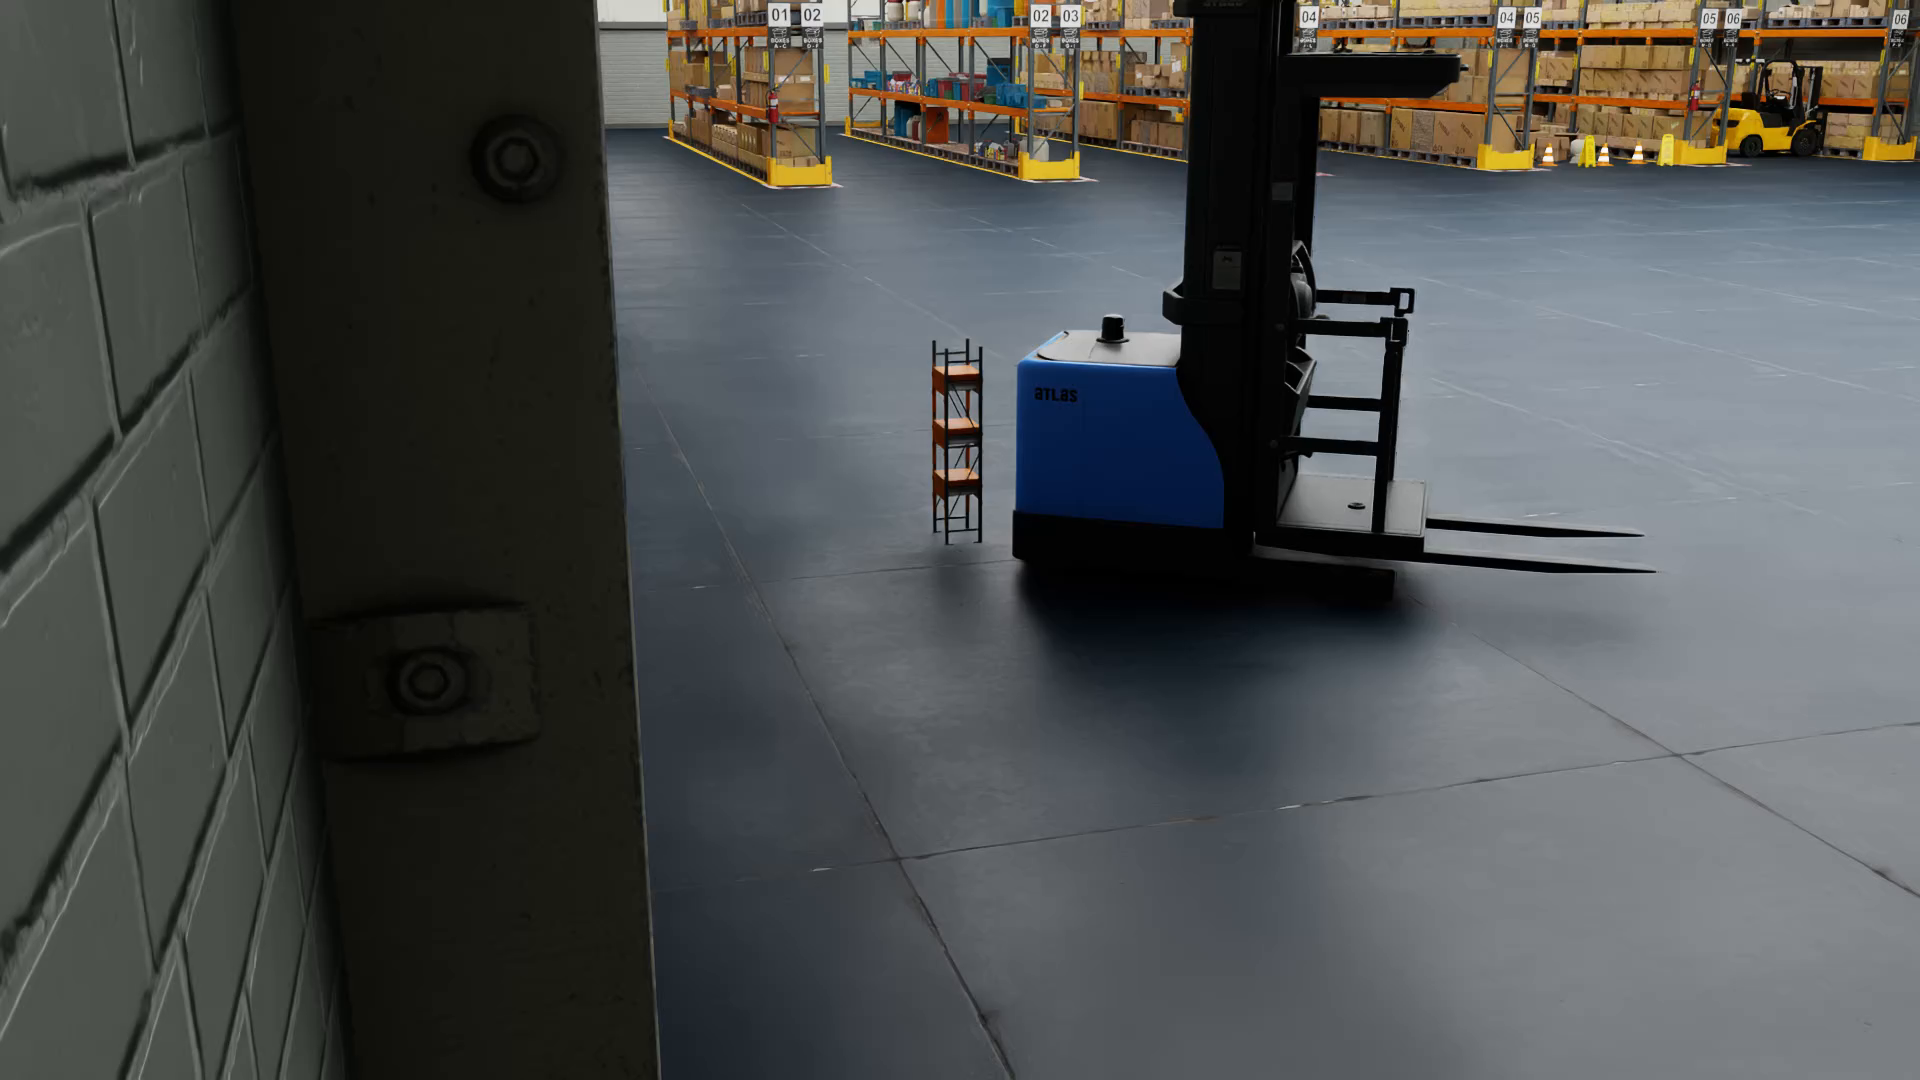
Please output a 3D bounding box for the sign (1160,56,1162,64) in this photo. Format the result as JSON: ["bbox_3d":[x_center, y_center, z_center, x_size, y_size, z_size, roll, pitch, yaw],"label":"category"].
[{"bbox_3d":[4.867,-11.595,40.397,0.100,0.325,0.005,-5,17,-15],"label":"sign"}]

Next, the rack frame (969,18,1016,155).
[{"bbox_3d":[0.684,-9.535,35.414,1.000,3.000,0.127,-5,17,-15],"label":"rack frame"}]

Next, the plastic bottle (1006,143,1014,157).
[{"bbox_3d":[1.056,-8.214,34.987,0.152,0.276,0.135,-5,17,-15],"label":"plastic bottle"}]

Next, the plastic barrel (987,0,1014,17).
[{"bbox_3d":[0.855,-11.129,33.905,0.600,0.901,0.708,-5,17,-15],"label":"plastic barrel"}]

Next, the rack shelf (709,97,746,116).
[{"bbox_3d":[-4.629,-9.353,36.059,1.077,0.370,4.000,-5,17,-15],"label":"rack shelf"}]

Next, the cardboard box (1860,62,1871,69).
[{"bbox_3d":[20.447,-10.647,37.295,0.380,0.149,0.250,-5,17,-15],"label":"cardboard box"}]

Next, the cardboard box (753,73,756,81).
[{"bbox_3d":[-3.833,-9.058,32.522,0.380,0.149,0.250,-5,17,-17],"label":"cardboard box"}]

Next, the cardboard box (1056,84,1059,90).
[{"bbox_3d":[2.778,-12.149,44.553,0.380,0.149,0.250,-4,17,-14],"label":"cardboard box"}]

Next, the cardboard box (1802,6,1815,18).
[{"bbox_3d":[19.863,-12.291,38.702,0.396,0.266,0.258,-5,17,-17],"label":"cardboard box"}]

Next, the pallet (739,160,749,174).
[{"bbox_3d":[-3.901,-7.586,33.772,1.003,0.211,1.213,-5,17,-15],"label":"pallet"}]

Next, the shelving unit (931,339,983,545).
[{"bbox_3d":[-0.015,-0.518,8.782,0.215,1.050,0.252,-5,17,-15],"label":"shelving unit"}]

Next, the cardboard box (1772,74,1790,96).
[{"bbox_3d":[19.777,-10.866,39.669,0.500,0.500,0.500,-4,17,-14],"label":"cardboard box"}]

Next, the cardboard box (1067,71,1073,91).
[{"bbox_3d":[3.134,-12.041,43.581,0.500,0.500,0.500,-5,17,-15],"label":"cardboard box"}]

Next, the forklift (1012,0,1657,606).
[{"bbox_3d":[1.840,-1.261,7.988,3.031,2.935,1.130,5,17,16],"label":"forklift"}]

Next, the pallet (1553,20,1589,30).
[{"bbox_3d":[14.908,-12.236,39.518,1.213,0.211,1.003,-5,17,-15],"label":"pallet"}]

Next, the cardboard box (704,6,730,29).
[{"bbox_3d":[-5.331,-11.854,37.744,0.910,0.500,0.500,-5,17,-15],"label":"cardboard box"}]

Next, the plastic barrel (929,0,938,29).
[{"bbox_3d":[-0.398,-12.074,37.780,0.600,0.901,0.600,0,17,0],"label":"plastic barrel"}]

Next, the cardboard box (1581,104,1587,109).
[{"bbox_3d":[17.744,-12.224,46.851,0.380,0.149,0.250,-5,17,-15],"label":"cardboard box"}]

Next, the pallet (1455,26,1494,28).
[{"bbox_3d":[13.648,-13.337,43.184,1.213,0.211,1.003,-4,17,-13],"label":"pallet"}]

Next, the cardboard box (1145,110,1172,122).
[{"bbox_3d":[4.716,-10.077,39.495,0.500,0.250,0.500,-3,17,-9],"label":"cardboard box"}]

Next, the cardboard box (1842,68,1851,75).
[{"bbox_3d":[20.313,-10.644,37.804,0.380,0.149,0.250,-5,17,-16],"label":"cardboard box"}]

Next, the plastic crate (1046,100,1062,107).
[{"bbox_3d":[1.847,-8.576,32.677,0.298,0.136,0.250,-5,17,-15],"label":"plastic crate"}]

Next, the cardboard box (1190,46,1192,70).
[{"bbox_3d":[5.326,-10.452,36.035,0.500,0.500,0.500,-5,17,-15],"label":"cardboard box"}]

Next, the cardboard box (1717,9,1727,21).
[{"bbox_3d":[16.192,-11.271,35.723,0.500,0.250,0.500,-5,17,-16],"label":"cardboard box"}]

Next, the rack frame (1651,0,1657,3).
[{"bbox_3d":[18.647,-15.083,43.456,1.000,3.000,0.127,-5,17,-15],"label":"rack frame"}]

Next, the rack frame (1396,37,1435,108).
[{"bbox_3d":[12.777,-12.923,46.693,1.000,3.000,0.127,-5,17,-15],"label":"rack frame"}]

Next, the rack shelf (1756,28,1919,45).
[{"bbox_3d":[20.296,-11.643,38.466,1.077,0.370,4.000,-5,17,-15],"label":"rack shelf"}]

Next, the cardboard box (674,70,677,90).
[{"bbox_3d":[-7.227,-12.087,43.735,0.500,0.500,0.500,-5,17,-15],"label":"cardboard box"}]

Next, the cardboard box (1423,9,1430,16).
[{"bbox_3d":[10.298,-11.448,36.099,0.380,0.149,0.250,-5,17,-16],"label":"cardboard box"}]

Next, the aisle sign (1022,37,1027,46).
[{"bbox_3d":[1.841,-14.487,47.381,0.394,0.787,0.004,-5,17,-15],"label":"aisle sign"}]

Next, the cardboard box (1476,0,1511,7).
[{"bbox_3d":[10.940,-11.054,34.096,0.500,0.250,0.500,-4,17,-15],"label":"cardboard box"}]

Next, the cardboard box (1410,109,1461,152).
[{"bbox_3d":[10.600,-9.046,36.749,0.875,0.875,0.875,-5,17,-15],"label":"cardboard box"}]

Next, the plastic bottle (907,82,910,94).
[{"bbox_3d":[-1.250,-10.980,40.427,0.061,0.283,0.133,-5,17,-15],"label":"plastic bottle"}]

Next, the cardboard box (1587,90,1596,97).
[{"bbox_3d":[14.873,-10.412,38.769,0.380,0.149,0.250,-4,17,-14],"label":"cardboard box"}]

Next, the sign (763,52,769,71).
[{"bbox_3d":[-3.505,-8.667,30.100,0.100,0.325,0.005,-5,17,-15],"label":"sign"}]

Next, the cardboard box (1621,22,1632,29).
[{"bbox_3d":[15.095,-11.558,37.369,0.380,0.149,0.250,-5,17,-16],"label":"cardboard box"}]

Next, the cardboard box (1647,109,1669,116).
[{"bbox_3d":[15.438,-9.455,36.766,0.380,0.149,0.250,-4,17,-14],"label":"cardboard box"}]

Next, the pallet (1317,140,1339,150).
[{"bbox_3d":[9.288,-9.838,41.269,1.003,0.211,1.213,-5,17,-15],"label":"pallet"}]

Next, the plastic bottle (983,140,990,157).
[{"bbox_3d":[0.559,-8.169,34.705,0.144,0.351,0.185,-5,18,-18],"label":"plastic bottle"}]

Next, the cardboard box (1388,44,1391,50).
[{"bbox_3d":[12.359,-13.972,47.145,0.380,0.149,0.250,-5,17,-15],"label":"cardboard box"}]

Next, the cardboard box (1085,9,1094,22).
[{"bbox_3d":[3.463,-13.424,42.571,0.500,0.311,0.500,-5,18,-17],"label":"cardboard box"}]

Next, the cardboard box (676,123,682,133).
[{"bbox_3d":[-7.225,-10.908,44.000,0.500,0.250,0.500,-5,17,-15],"label":"cardboard box"}]

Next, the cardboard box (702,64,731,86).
[{"bbox_3d":[-5.733,-11.123,39.795,0.700,0.500,0.500,-10,19,-29],"label":"cardboard box"}]

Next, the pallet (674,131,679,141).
[{"bbox_3d":[-7.136,-10.887,44.761,1.003,0.211,1.213,-5,17,-15],"label":"pallet"}]

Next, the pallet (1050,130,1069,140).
[{"bbox_3d":[3.114,-11.021,45.206,1.003,0.211,1.213,-5,17,-15],"label":"pallet"}]

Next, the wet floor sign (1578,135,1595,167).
[{"bbox_3d":[13.255,-8.206,35.080,0.267,0.644,0.232,-8,18,-25],"label":"wet floor sign"}]

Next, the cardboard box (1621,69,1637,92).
[{"bbox_3d":[15.272,-10.342,37.408,0.500,0.500,0.500,-4,17,-15],"label":"cardboard box"}]

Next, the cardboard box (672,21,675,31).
[{"bbox_3d":[-7.216,-13.389,43.290,0.500,0.250,0.500,-5,17,-15],"label":"cardboard box"}]

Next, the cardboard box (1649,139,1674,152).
[{"bbox_3d":[15.587,-8.697,36.673,0.500,0.250,0.500,-5,17,-16],"label":"cardboard box"}]

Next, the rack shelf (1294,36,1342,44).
[{"bbox_3d":[8.595,-13.043,43.127,1.077,0.370,4.000,-5,17,-15],"label":"rack shelf"}]

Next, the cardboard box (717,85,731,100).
[{"bbox_3d":[-5.119,-9.946,36.935,0.500,0.311,0.500,-5,17,-16],"label":"cardboard box"}]

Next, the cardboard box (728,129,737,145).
[{"bbox_3d":[-4.615,-8.530,35.143,0.500,0.311,0.500,-4,17,-14],"label":"cardboard box"}]

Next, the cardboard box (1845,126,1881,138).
[{"bbox_3d":[20.412,-9.231,37.582,0.500,0.250,0.500,-5,17,-16],"label":"cardboard box"}]
